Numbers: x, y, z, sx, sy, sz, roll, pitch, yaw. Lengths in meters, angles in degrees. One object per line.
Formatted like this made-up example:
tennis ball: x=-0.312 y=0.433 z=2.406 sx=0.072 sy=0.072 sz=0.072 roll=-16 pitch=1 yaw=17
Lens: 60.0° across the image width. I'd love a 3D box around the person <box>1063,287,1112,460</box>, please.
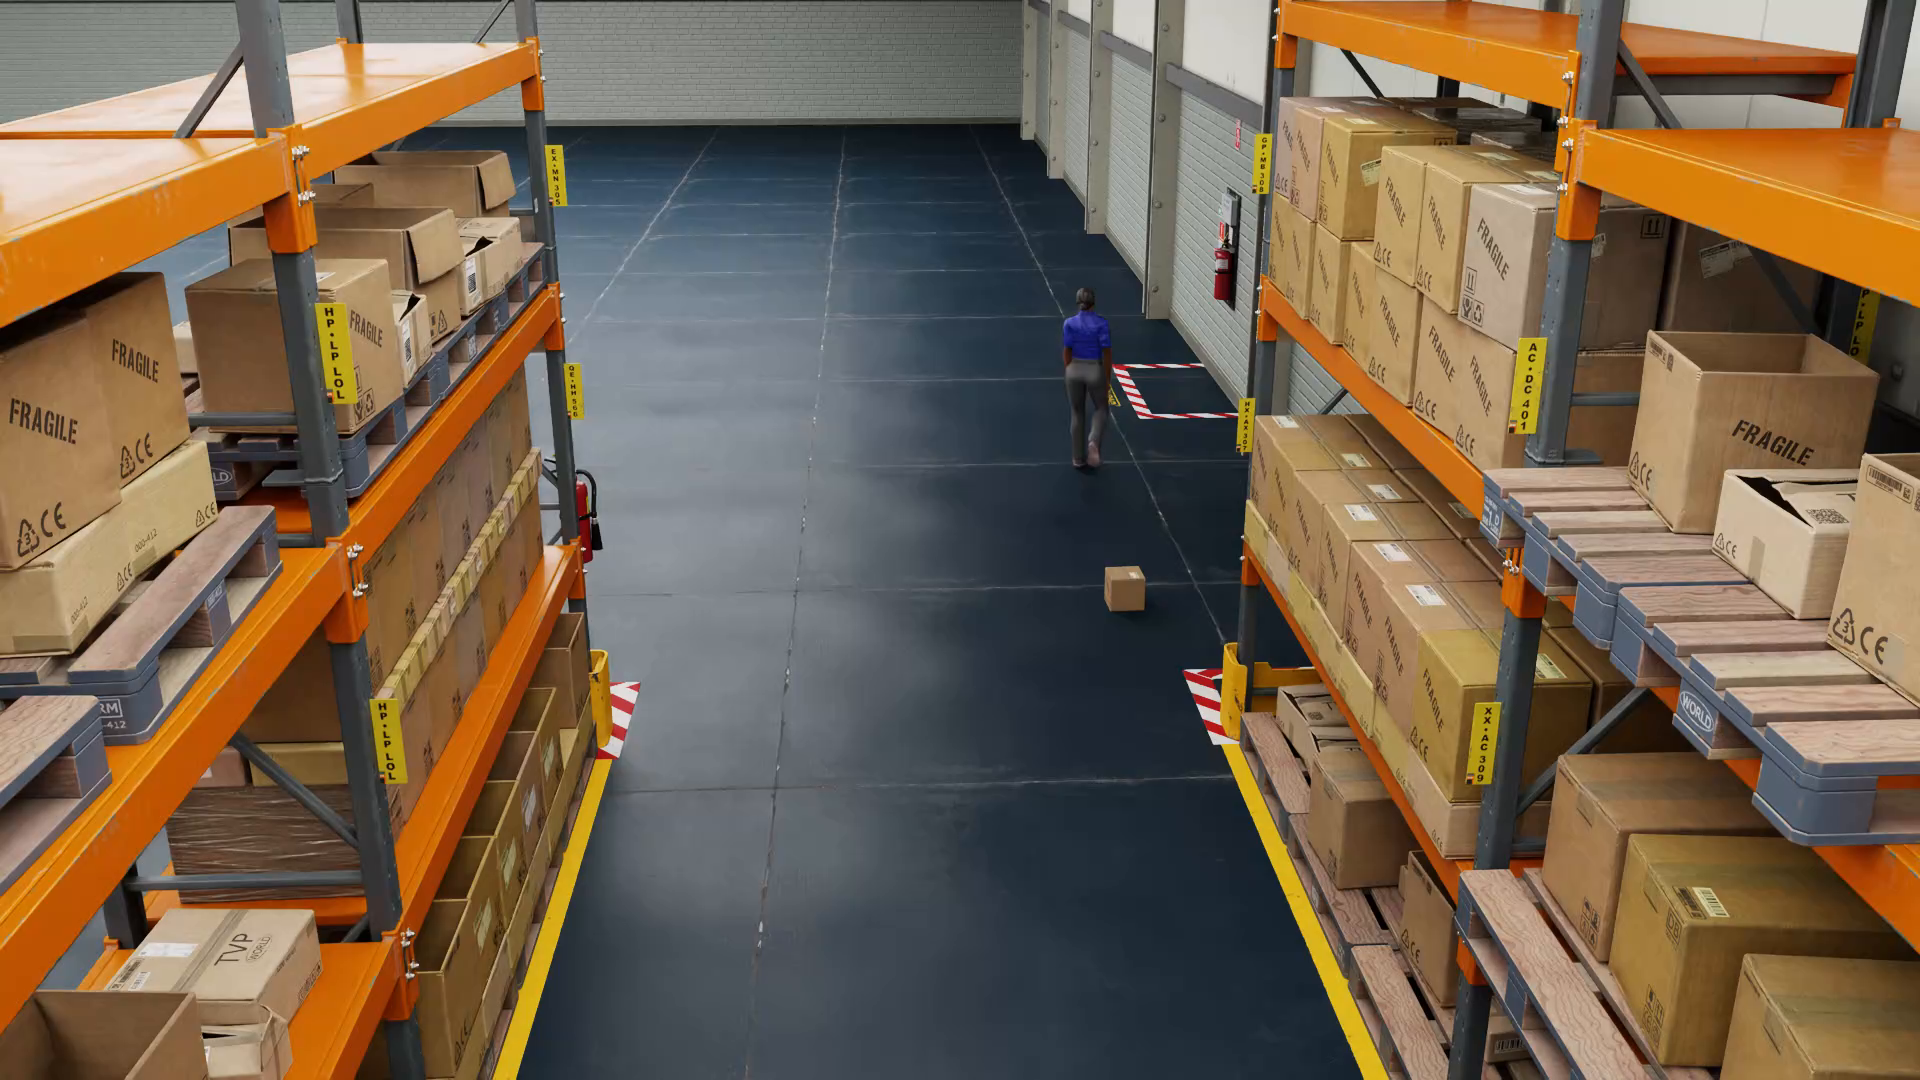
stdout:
person: x=1.140 y=-1.484 z=14.889 sx=0.444 sy=1.577 sz=0.440 roll=3 pitch=21 yaw=9
